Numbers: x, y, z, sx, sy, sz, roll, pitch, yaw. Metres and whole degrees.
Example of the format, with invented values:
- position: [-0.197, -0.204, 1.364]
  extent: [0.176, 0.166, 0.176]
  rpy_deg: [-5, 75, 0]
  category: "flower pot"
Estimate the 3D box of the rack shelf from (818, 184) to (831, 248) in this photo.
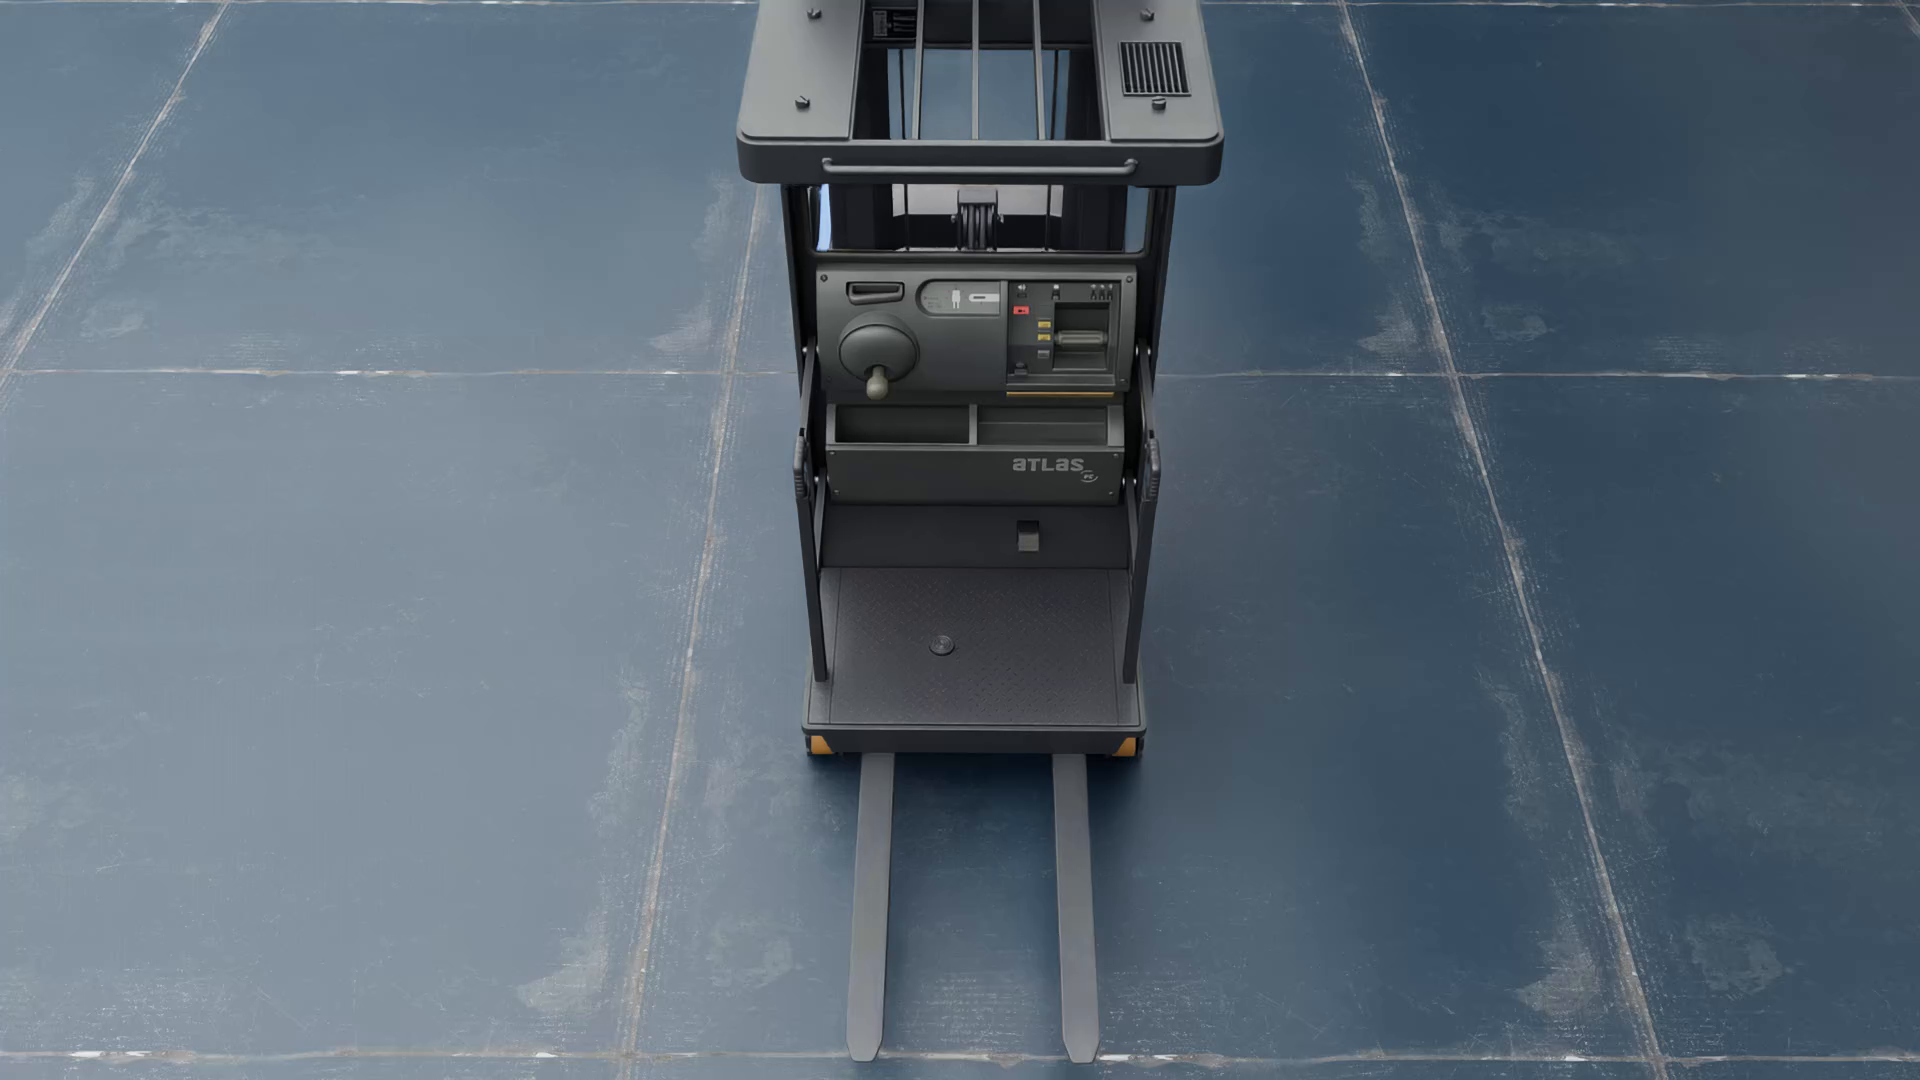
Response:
- position: [-0.073, -1.223, 6.608]
  extent: [1.000, 0.185, 0.538]
  rpy_deg: [-1, 47, -1]
  category: "rack shelf"

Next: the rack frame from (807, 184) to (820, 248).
- position: [-0.581, -1.334, 6.466]
  extent: [0.032, 1.500, 0.500]
  rpy_deg: [-1, 47, -1]
  category: "rack frame"

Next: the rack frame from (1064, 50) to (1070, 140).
- position: [0.435, -1.357, 6.487]
  extent: [0.032, 1.500, 0.500]
  rpy_deg: [-1, 47, -1]
  category: "rack frame"

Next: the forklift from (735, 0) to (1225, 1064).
- position: [0.048, -0.510, 4.722]
  extent: [1.130, 2.935, 3.031]
  rpy_deg: [0, 47, 0]
  category: "forklift"

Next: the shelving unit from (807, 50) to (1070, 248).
- position: [-0.073, -1.346, 6.477]
  extent: [1.048, 1.500, 0.538]
  rpy_deg: [-1, 47, -1]
  category: "shelving unit"
